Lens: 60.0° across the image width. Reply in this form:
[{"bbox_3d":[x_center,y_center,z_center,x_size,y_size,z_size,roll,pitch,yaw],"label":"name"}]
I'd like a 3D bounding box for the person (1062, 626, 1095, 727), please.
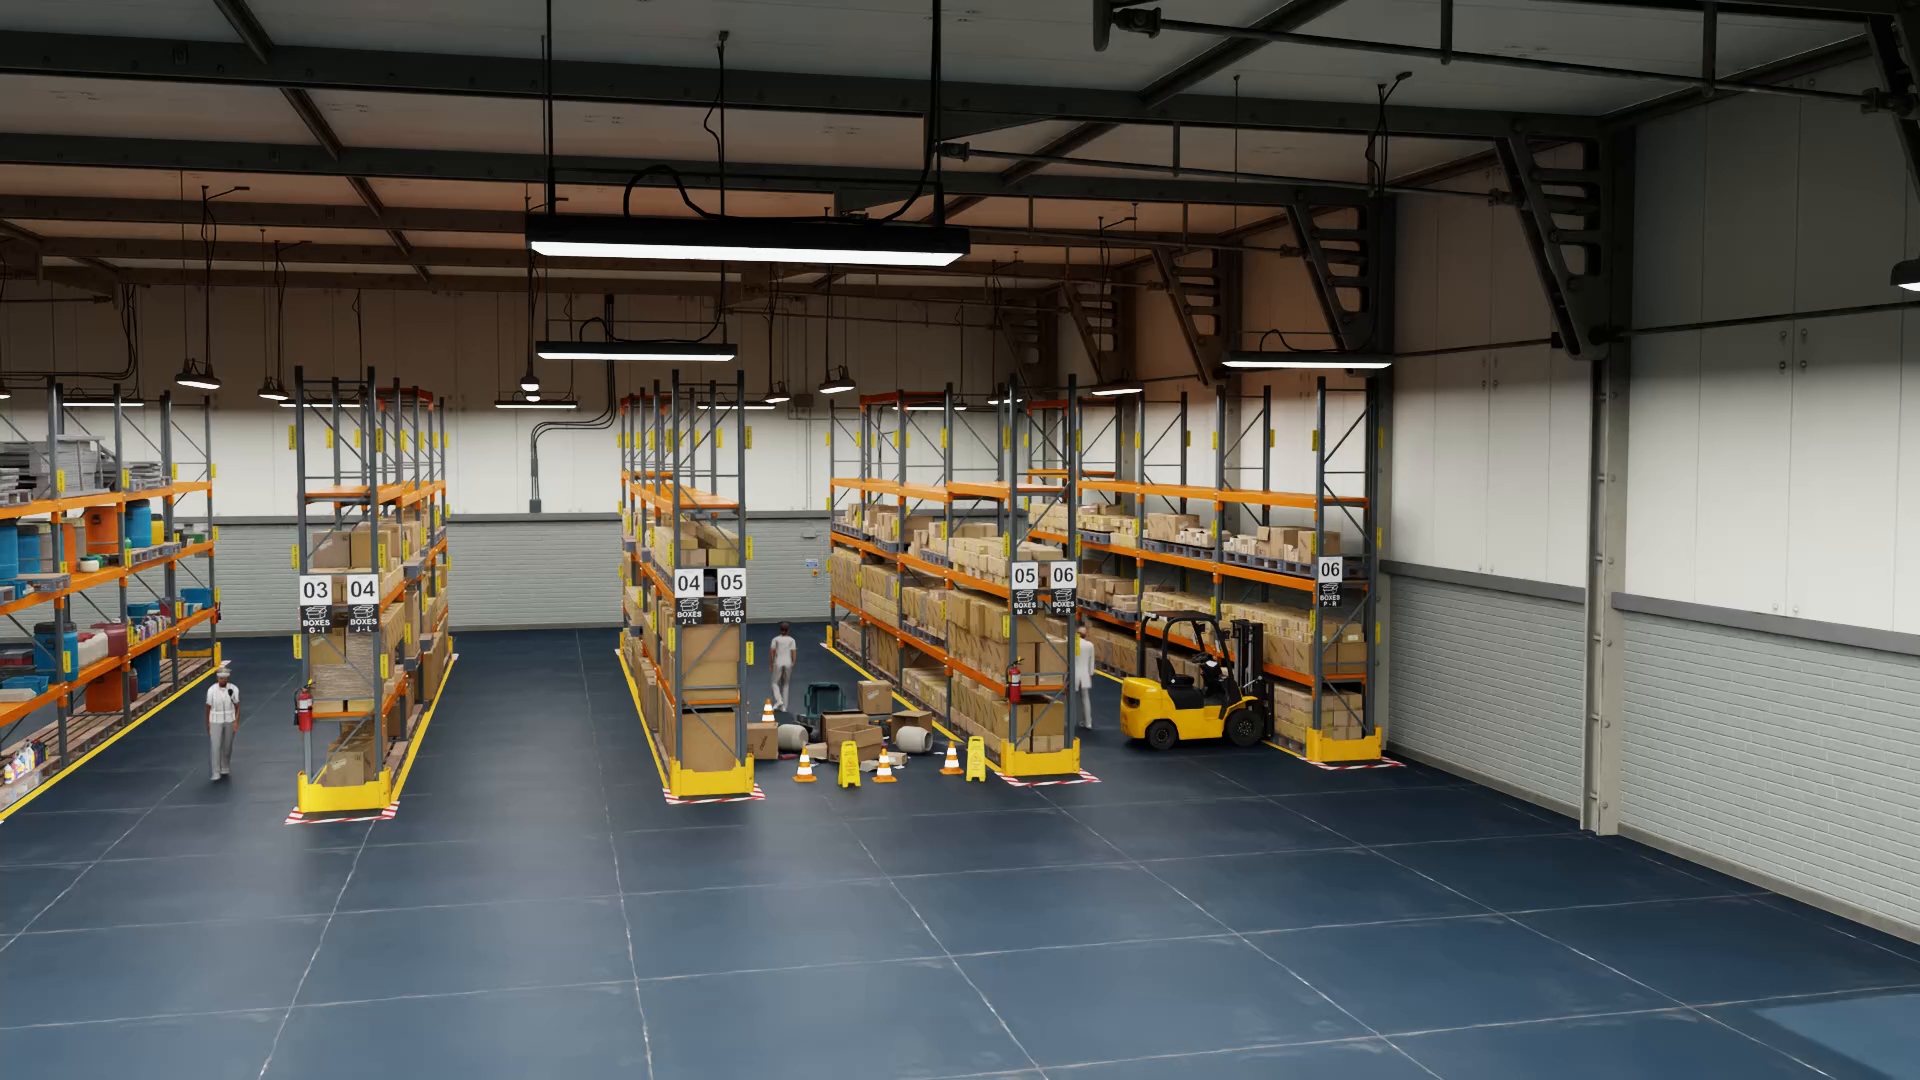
[{"bbox_3d":[2.061,2.394,29.085,0.673,1.779,0.794,-1,4,-18],"label":"person"}]

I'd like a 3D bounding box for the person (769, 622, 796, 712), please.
[{"bbox_3d":[-3.251,2.355,30.647,0.499,1.646,0.621,-1,3,-12],"label":"person"}]

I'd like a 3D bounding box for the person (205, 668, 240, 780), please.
[{"bbox_3d":[-10.898,2.698,24.577,0.500,1.626,0.961,-2,4,-34],"label":"person"}]
